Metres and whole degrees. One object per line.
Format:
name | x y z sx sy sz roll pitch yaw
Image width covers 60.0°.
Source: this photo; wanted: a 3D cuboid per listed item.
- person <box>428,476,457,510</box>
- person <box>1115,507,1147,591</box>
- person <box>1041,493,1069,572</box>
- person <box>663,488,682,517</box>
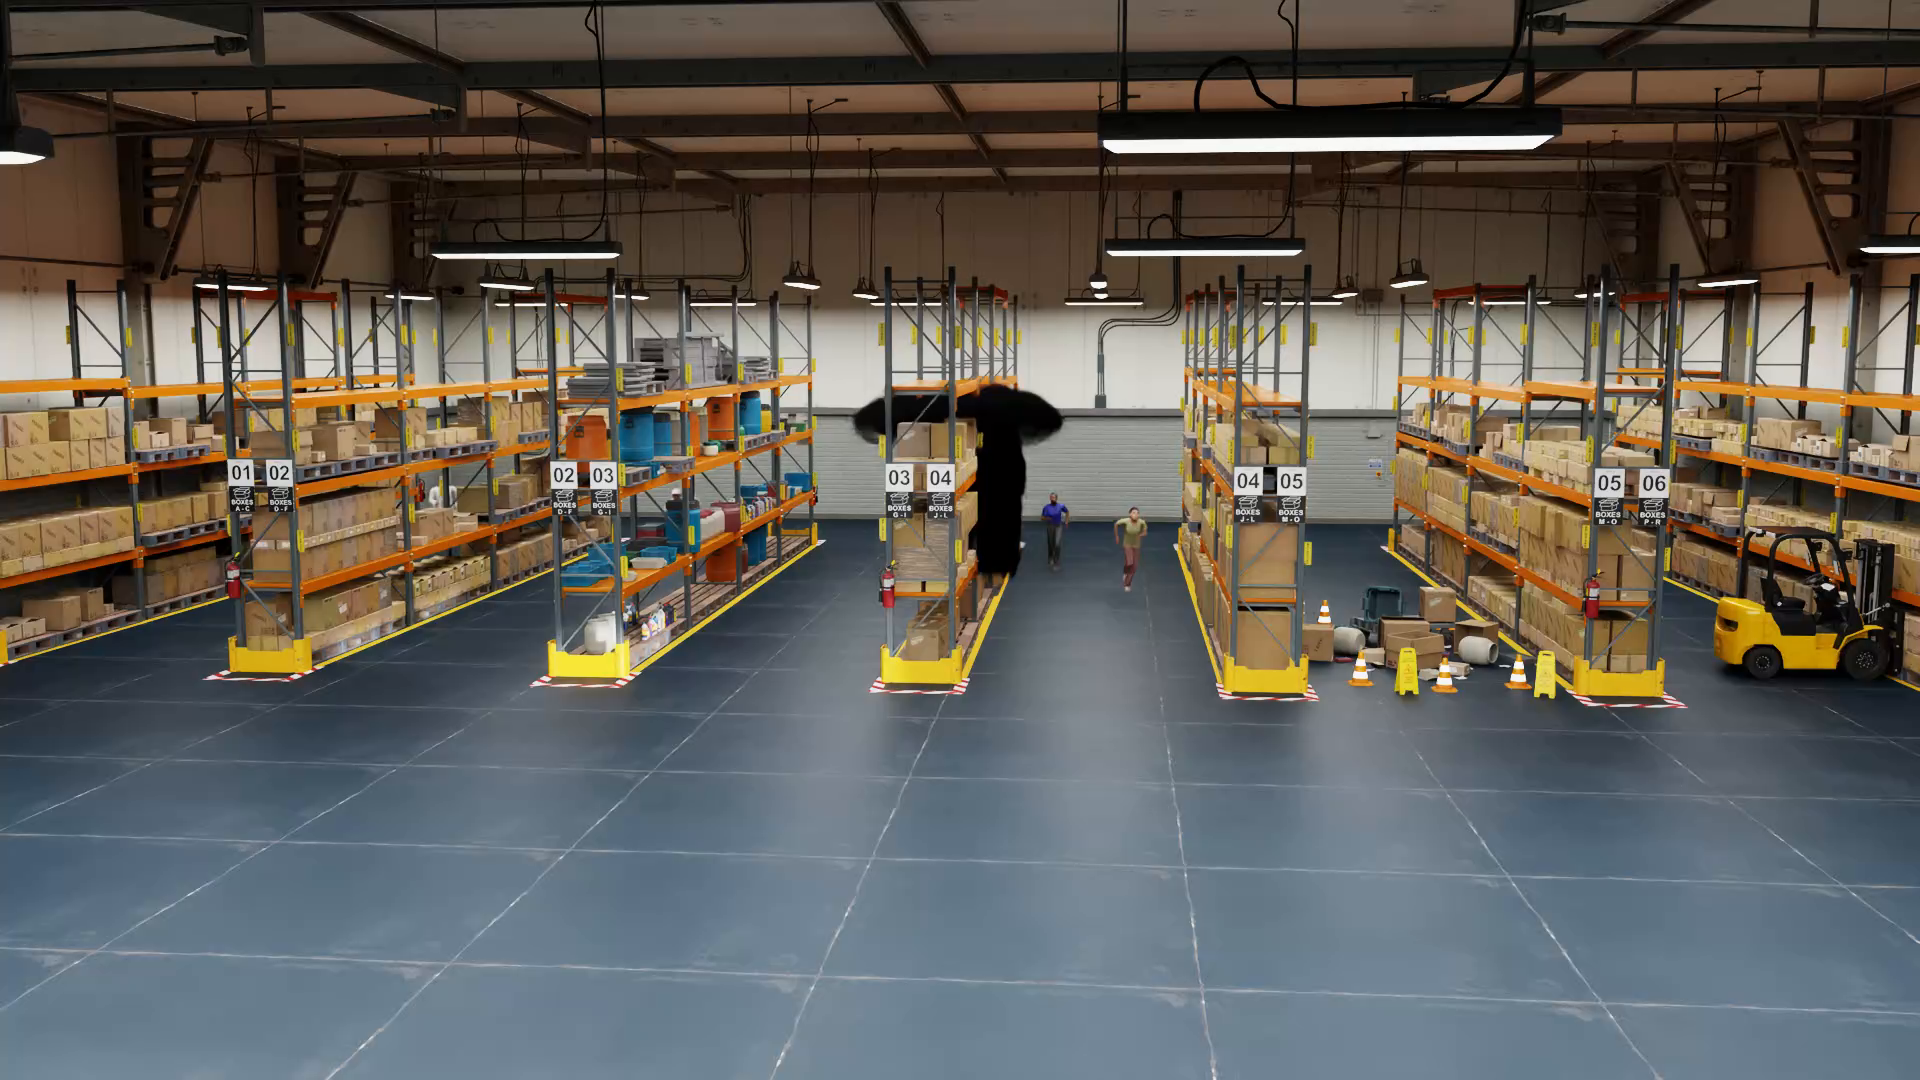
person | -12.168 -0.630 39.201 0.663 1.780 0.849 -1 7 -7
person | 3.198 0.172 30.950 0.561 1.610 0.675 -1 7 -11
person | 2.063 -0.189 36.070 0.585 1.699 0.898 1 7 10
person | -6.296 -0.352 37.373 0.725 1.653 0.832 0 7 -3
